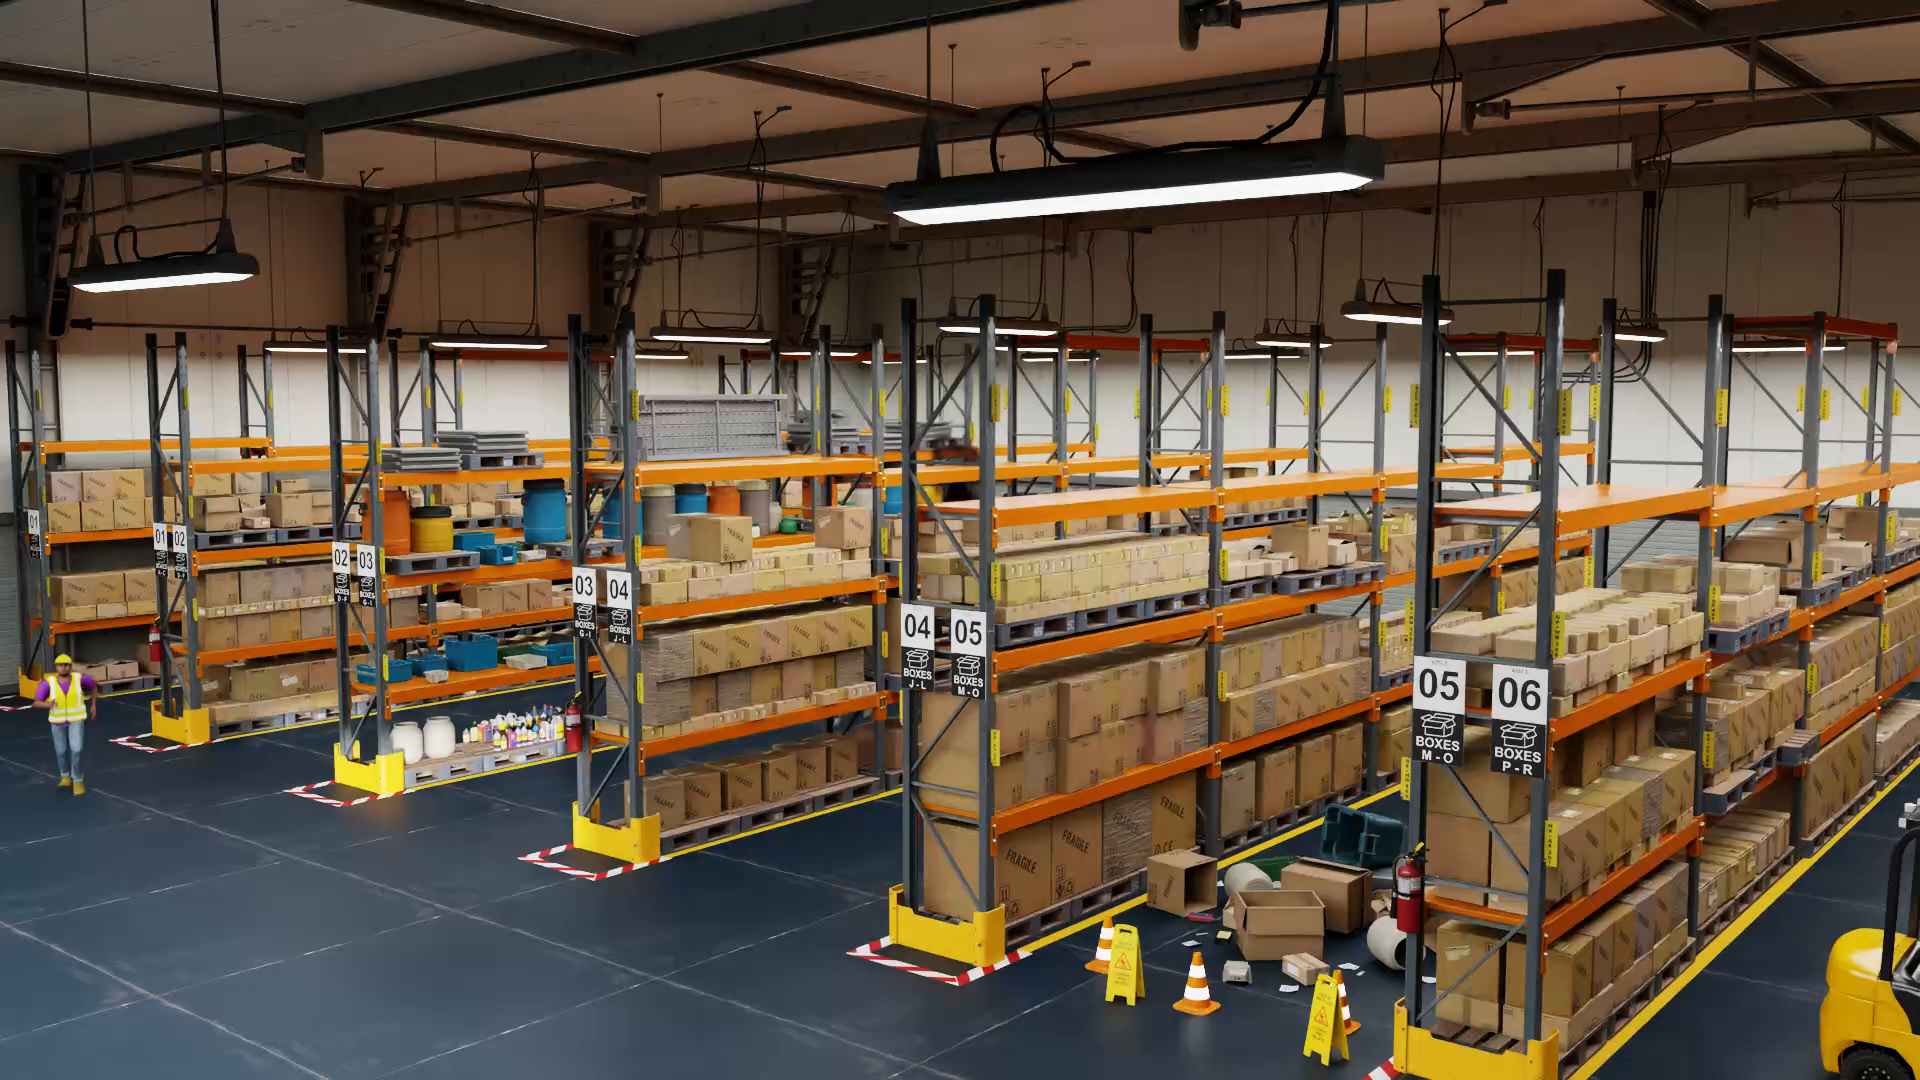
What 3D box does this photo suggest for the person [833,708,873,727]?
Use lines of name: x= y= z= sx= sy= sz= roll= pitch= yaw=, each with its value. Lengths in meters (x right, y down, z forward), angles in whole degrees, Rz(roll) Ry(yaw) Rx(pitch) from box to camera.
person: x=-1.652 y=1.931 z=25.545 sx=0.693 sy=1.780 sz=0.944 roll=3 pitch=6 yaw=30

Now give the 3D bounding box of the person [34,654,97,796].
person: x=-11.468 y=2.370 z=21.339 sx=0.701 sy=1.839 sz=0.769 roll=-2 pitch=6 yaw=-23
